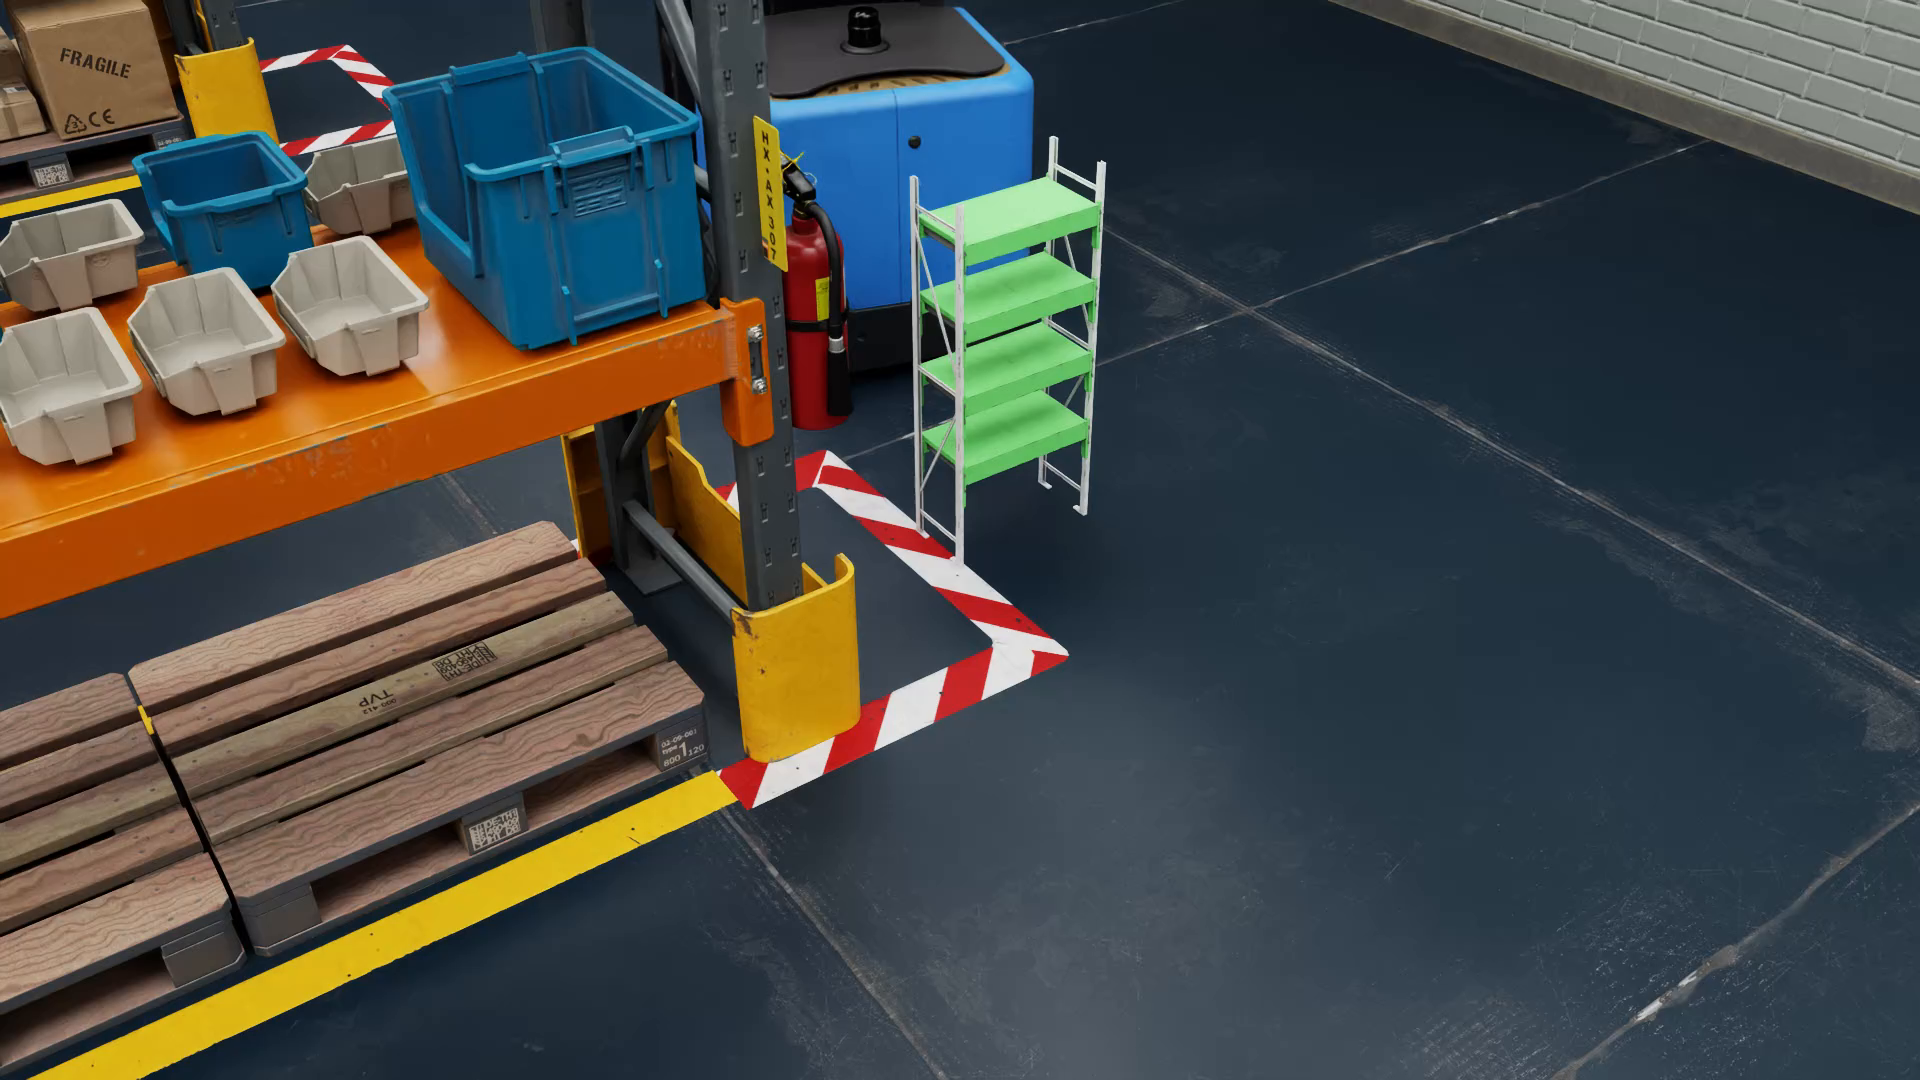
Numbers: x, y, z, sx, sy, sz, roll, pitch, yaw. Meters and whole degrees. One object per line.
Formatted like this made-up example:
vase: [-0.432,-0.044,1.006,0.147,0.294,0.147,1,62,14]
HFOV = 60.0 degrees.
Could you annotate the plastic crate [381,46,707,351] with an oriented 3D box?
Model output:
plastic crate: [-0.902,-0.768,3.667,0.499,0.435,0.616,-22,41,-28]

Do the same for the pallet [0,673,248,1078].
pallet: [-2.429,0.868,3.863,1.213,0.211,1.003,-22,41,-28]

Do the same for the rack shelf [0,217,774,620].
rack shelf: [-2.371,0.034,3.250,4.000,0.370,1.077,-22,41,-28]

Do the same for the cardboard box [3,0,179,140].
cardboard box: [-3.889,-2.160,7.448,0.500,0.500,0.500,-22,41,-28]

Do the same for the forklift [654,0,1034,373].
forklift: [-0.673,-2.608,6.366,1.130,2.935,3.031,-11,37,-15]

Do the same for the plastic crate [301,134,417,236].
plastic crate: [-1.438,-0.854,4.043,0.298,0.136,0.250,-22,41,-28]

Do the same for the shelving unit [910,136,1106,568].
shelving unit: [0.135,-0.543,4.977,0.503,1.200,0.258,-22,41,-28]

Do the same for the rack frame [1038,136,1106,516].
rack frame: [0.335,-0.625,5.091,0.015,1.200,0.240,-22,41,-28]

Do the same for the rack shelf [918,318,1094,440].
rack shelf: [0.135,-0.491,5.014,0.480,0.148,0.258,-22,41,-28]

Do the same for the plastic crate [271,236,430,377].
plastic crate: [-1.299,-0.488,3.534,0.243,0.136,0.396,-22,41,-28]

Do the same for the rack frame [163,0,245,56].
rack frame: [-3.587,-3.297,7.264,0.127,3.000,1.000,-22,41,-28]

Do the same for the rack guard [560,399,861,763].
rack guard: [-0.724,0.069,4.725,0.348,0.500,1.175,-22,41,-28]

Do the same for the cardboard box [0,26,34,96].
cardboard box: [-4.603,-2.143,7.639,0.500,0.250,0.500,-22,41,-28]

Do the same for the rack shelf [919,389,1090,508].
rack shelf: [0.135,-0.296,5.155,0.480,0.148,0.258,-22,41,-28]

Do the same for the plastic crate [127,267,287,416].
plastic crate: [-1.544,-0.397,3.408,0.243,0.136,0.396,-22,41,-28]

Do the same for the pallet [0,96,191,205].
pallet: [-4.300,-1.870,7.670,1.213,0.211,1.003,-22,41,-28]

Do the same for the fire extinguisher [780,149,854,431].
fire extinguisher: [-0.351,-0.582,3.876,0.183,0.674,0.296,-22,41,-28]

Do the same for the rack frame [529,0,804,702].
rack frame: [-0.736,-0.931,3.976,0.127,3.000,1.000,-22,41,-28]

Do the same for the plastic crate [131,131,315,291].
plastic crate: [-1.666,-0.740,3.802,0.300,0.233,0.416,-22,41,-28]

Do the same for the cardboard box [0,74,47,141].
cardboard box: [-4.272,-1.931,7.416,0.250,0.166,0.380,-22,41,-28]

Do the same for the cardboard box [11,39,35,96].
cardboard box: [-4.331,-2.264,7.879,0.250,0.166,0.380,-22,41,-28]

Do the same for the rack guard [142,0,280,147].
rack guard: [-3.649,-2.256,7.959,0.348,0.500,1.175,-22,41,-28]

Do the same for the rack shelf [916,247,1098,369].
rack shelf: [0.135,-0.686,4.874,0.480,0.148,0.258,-22,41,-28]

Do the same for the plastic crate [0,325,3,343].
plastic crate: [-2.204,-0.519,3.494,0.300,0.233,0.416,-22,41,-28]

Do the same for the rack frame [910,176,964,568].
rack frame: [-0.064,-0.461,4.863,0.015,1.200,0.240,-22,41,-28]

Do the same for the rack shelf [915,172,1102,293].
rack shelf: [0.135,-0.881,4.734,0.480,0.148,0.258,-22,41,-28]

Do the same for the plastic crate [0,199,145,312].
plastic crate: [-1.992,-0.626,3.726,0.298,0.136,0.250,-22,41,-28]

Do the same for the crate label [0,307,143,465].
crate label: [-1.757,-0.292,3.261,0.243,0.136,0.396,-22,41,-28]

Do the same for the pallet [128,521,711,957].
pallet: [-1.433,0.460,4.430,1.213,0.211,1.003,-22,41,-28]

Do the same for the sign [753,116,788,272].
sign: [-0.406,-0.740,3.571,0.005,0.325,0.100,-22,41,-28]
